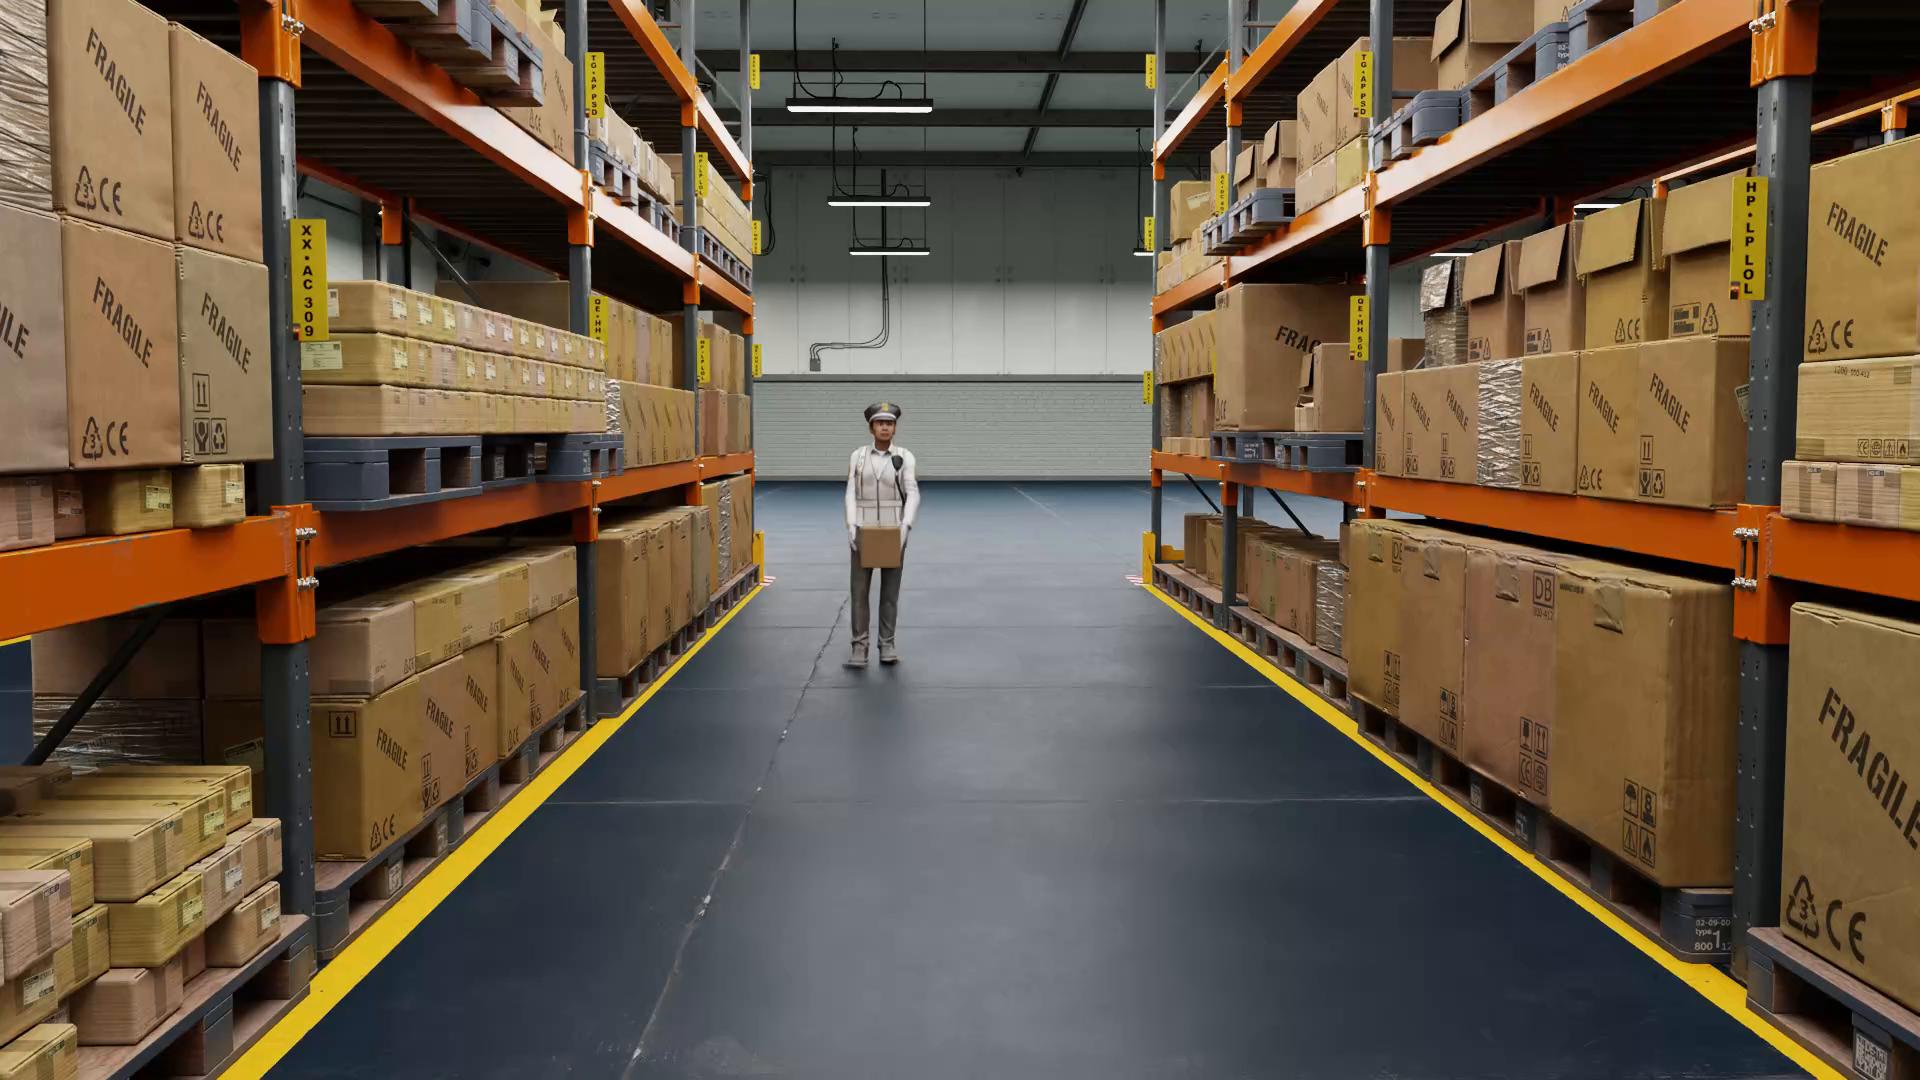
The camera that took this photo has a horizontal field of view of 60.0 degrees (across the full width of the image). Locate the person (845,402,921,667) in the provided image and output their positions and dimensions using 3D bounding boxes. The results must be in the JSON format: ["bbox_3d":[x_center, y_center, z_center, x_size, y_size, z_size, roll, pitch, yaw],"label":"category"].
[{"bbox_3d":[-0.500,-0.046,10.760,0.500,1.695,0.544,0,4,-2],"label":"person"}]
